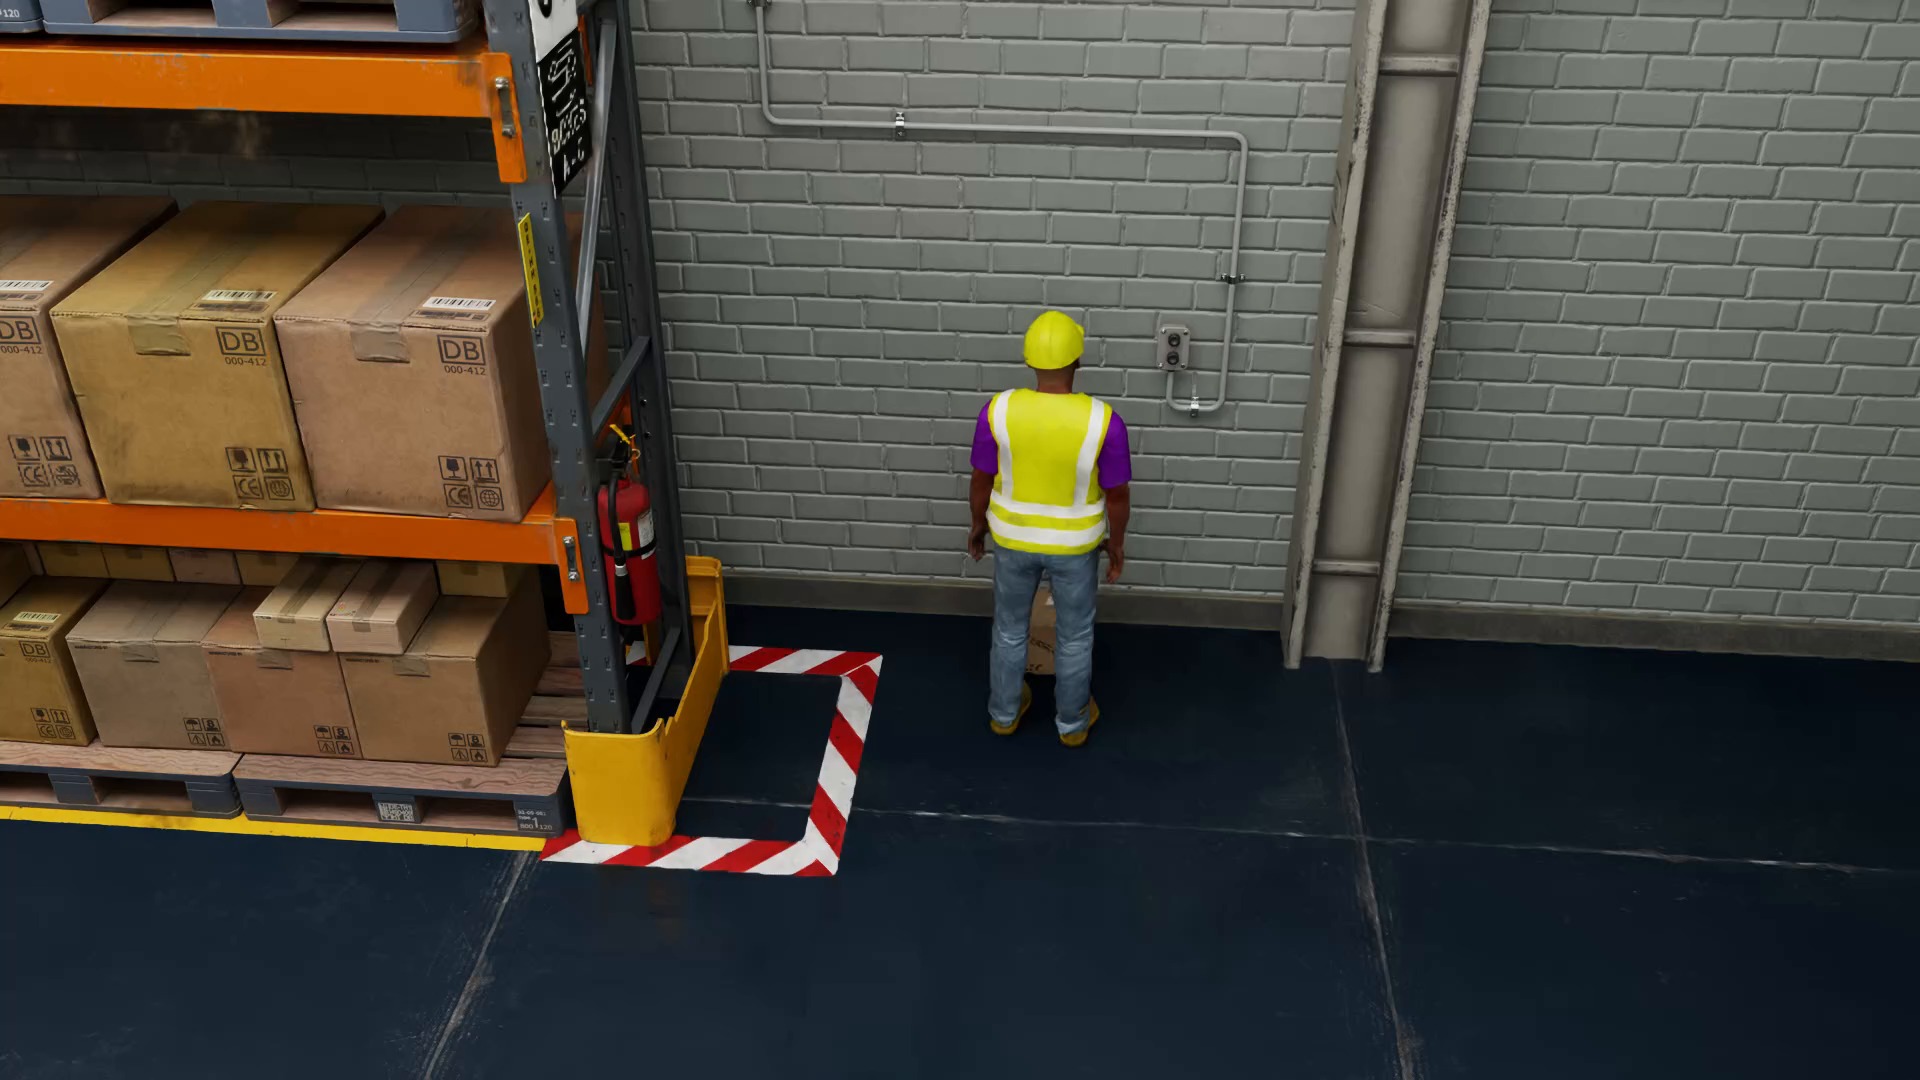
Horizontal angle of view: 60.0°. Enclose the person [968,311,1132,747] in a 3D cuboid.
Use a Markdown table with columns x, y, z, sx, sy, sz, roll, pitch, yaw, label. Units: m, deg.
| x | y | z | sx | sy | sz | roll | pitch | yaw | label |
| --- | --- | --- | --- | --- | --- | --- | --- | --- | --- |
| 0.323 | -0.030 | 6.110 | 0.597 | 1.770 | 0.384 | 5 | 32 | 8 | person |
